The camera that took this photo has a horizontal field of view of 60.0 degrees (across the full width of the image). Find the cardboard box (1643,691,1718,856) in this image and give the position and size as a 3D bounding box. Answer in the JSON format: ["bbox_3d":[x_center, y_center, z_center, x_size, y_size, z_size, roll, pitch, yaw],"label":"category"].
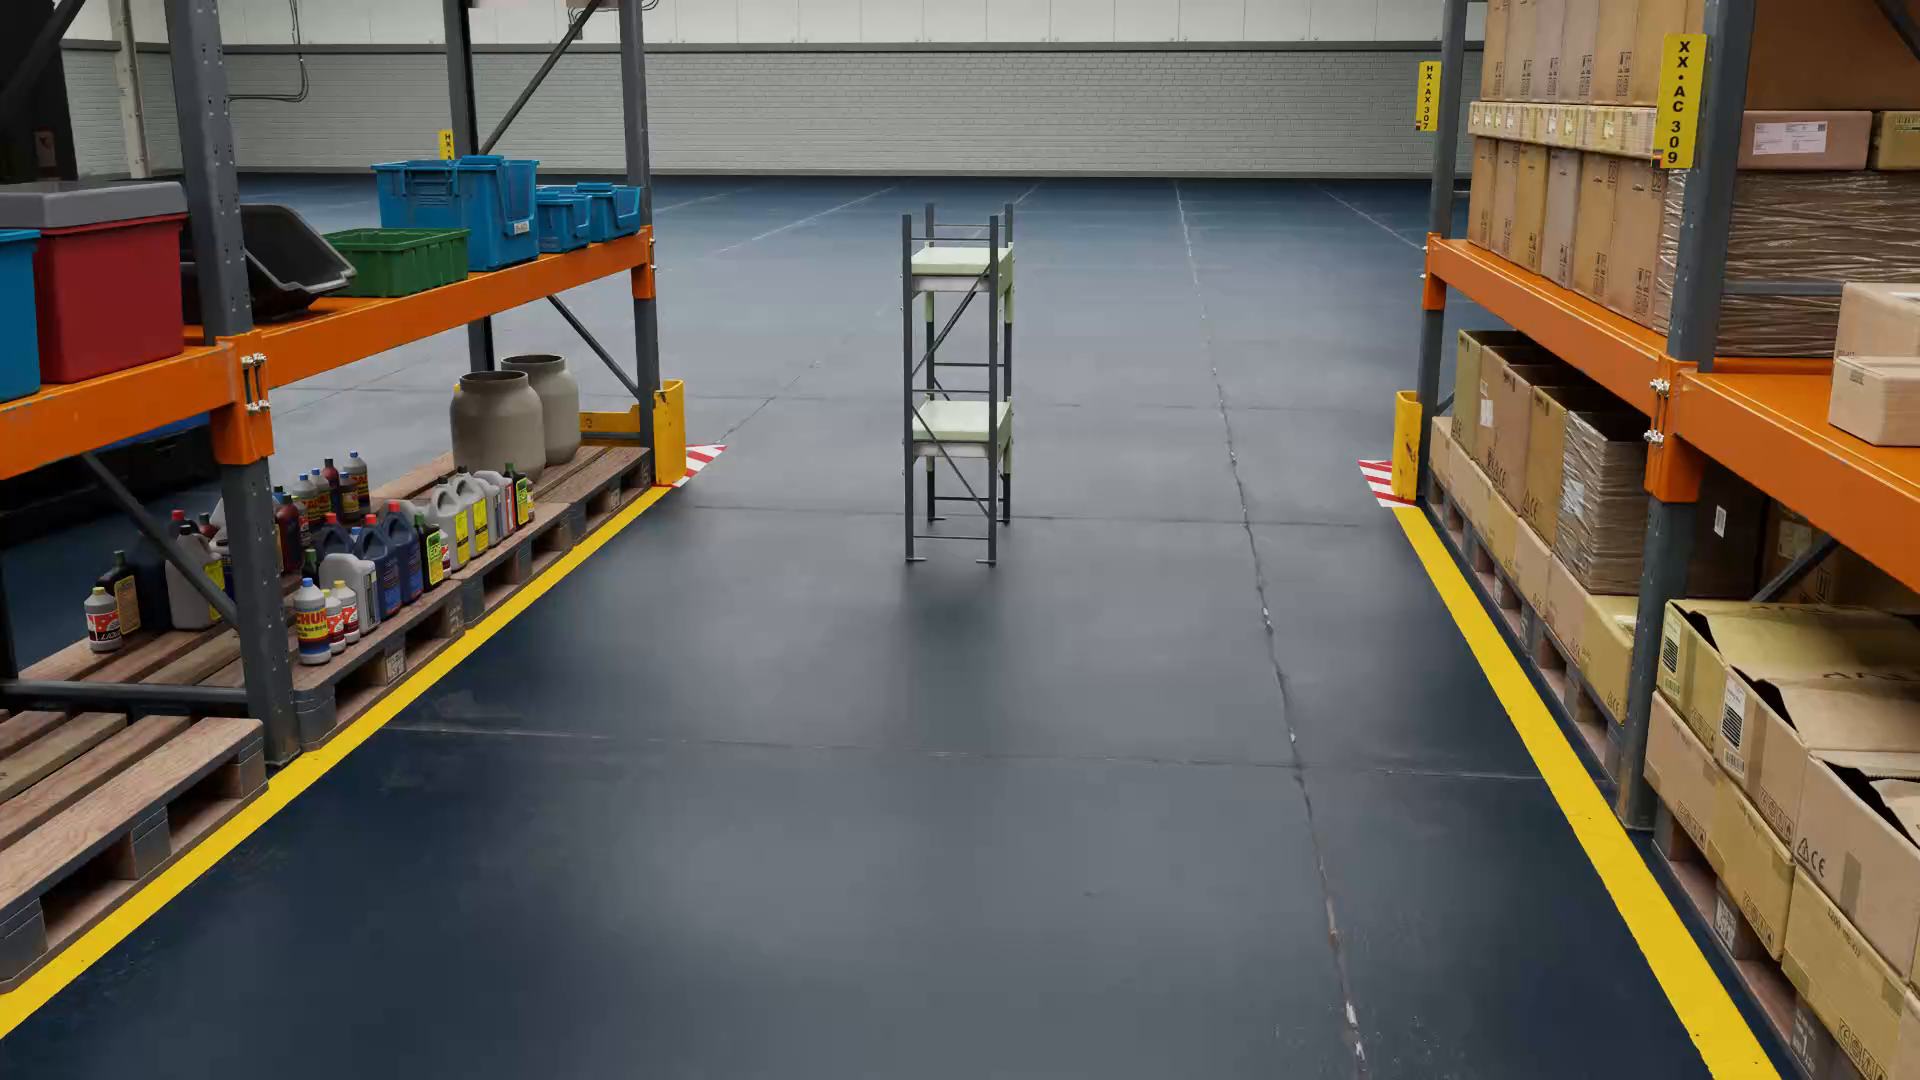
[{"bbox_3d":[2.070,0.590,4.197,0.500,0.250,0.500,1,15,5],"label":"cardboard box"}]

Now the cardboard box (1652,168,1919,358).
[{"bbox_3d":[2.405,-0.796,4.667,0.700,0.500,0.500,1,15,5],"label":"cardboard box"}]

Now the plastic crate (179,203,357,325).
[{"bbox_3d":[-2.374,-0.881,5.293,0.767,0.338,0.504,2,15,6],"label":"plastic crate"}]

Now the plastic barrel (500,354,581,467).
[{"bbox_3d":[-2.107,-0.645,8.263,0.421,0.512,0.421,0,15,0],"label":"plastic barrel"}]

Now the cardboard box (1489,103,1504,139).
[{"bbox_3d":[2.498,-1.802,7.147,0.380,0.149,0.250,2,15,6],"label":"cardboard box"}]

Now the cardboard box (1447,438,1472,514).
[{"bbox_3d":[2.478,-0.283,7.424,0.500,0.250,0.500,2,15,6],"label":"cardboard box"}]

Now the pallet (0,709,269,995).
[{"bbox_3d":[-2.610,0.772,4.403,1.003,0.211,1.213,2,15,6],"label":"pallet"}]

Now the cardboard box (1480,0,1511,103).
[{"bbox_3d":[2.741,-2.210,7.410,0.700,0.500,0.500,2,15,6],"label":"cardboard box"}]

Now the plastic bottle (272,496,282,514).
[{"bbox_3d":[-2.693,-0.028,6.393,0.152,0.276,0.135,2,15,7],"label":"plastic bottle"}]

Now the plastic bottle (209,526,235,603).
[{"bbox_3d":[-2.602,0.096,5.936,0.152,0.276,0.135,2,15,6],"label":"plastic bottle"}]

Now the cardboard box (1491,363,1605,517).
[{"bbox_3d":[2.359,-0.385,6.368,0.500,0.500,0.500,2,15,6],"label":"cardboard box"}]

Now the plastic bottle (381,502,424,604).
[{"bbox_3d":[-2.035,0.041,5.995,0.144,0.351,0.185,1,15,4],"label":"plastic bottle"}]

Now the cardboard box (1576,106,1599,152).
[{"bbox_3d":[2.324,-1.400,5.657,0.380,0.149,0.250,2,15,8],"label":"cardboard box"}]

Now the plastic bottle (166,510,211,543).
[{"bbox_3d":[-2.752,0.062,5.918,0.144,0.351,0.185,1,15,3],"label":"plastic bottle"}]

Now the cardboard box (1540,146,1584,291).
[{"bbox_3d":[2.575,-1.196,6.145,0.700,0.500,0.500,2,15,8],"label":"cardboard box"}]

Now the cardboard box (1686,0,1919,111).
[{"bbox_3d":[2.405,-1.422,4.497,0.700,0.500,0.500,2,15,7],"label":"cardboard box"}]

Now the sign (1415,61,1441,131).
[{"bbox_3d":[2.262,-2.144,8.033,0.100,0.325,0.005,2,15,6],"label":"sign"}]

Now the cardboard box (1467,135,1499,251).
[{"bbox_3d":[2.747,-1.597,7.631,0.700,0.500,0.500,2,15,6],"label":"cardboard box"}]

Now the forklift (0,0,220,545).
[{"bbox_3d":[-4.796,-1.455,7.429,1.130,2.935,3.031,4,16,15],"label":"forklift"}]

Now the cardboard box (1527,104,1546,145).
[{"bbox_3d":[2.411,-1.601,6.404,0.380,0.149,0.250,2,15,6],"label":"cardboard box"}]

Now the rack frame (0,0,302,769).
[{"bbox_3d":[-2.560,-0.779,4.796,1.000,3.000,0.127,2,15,6],"label":"rack frame"}]

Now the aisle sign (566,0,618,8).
[{"bbox_3d":[-1.805,-3.081,8.330,0.394,0.787,0.004,2,15,6],"label":"aisle sign"}]

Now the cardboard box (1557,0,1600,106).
[{"bbox_3d":[2.575,-1.812,5.941,0.700,0.500,0.500,2,15,6],"label":"cardboard box"}]

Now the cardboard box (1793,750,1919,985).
[{"bbox_3d":[1.948,0.586,3.139,0.500,0.311,0.500,1,15,4],"label":"cardboard box"}]

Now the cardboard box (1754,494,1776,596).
[{"bbox_3d":[2.773,-0.110,5.351,0.500,0.500,0.500,2,15,6],"label":"cardboard box"}]

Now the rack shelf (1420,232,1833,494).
[{"bbox_3d":[2.587,-0.804,6.266,1.077,0.370,4.000,2,15,6],"label":"rack shelf"}]

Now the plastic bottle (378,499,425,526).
[{"bbox_3d":[-2.137,-0.031,6.404,0.152,0.276,0.135,2,15,6],"label":"plastic bottle"}]

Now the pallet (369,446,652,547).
[{"bbox_3d":[-2.167,-0.239,8.140,1.003,0.211,1.213,2,15,6],"label":"pallet"}]

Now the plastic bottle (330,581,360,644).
[{"bbox_3d":[-2.065,0.237,5.557,0.097,0.201,0.097,0,15,0],"label":"plastic bottle"}]

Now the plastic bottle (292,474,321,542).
[{"bbox_3d":[-2.673,-0.136,6.802,0.097,0.271,0.097,0,15,0],"label":"plastic bottle"}]

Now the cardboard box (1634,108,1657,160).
[{"bbox_3d":[2.236,-1.202,4.928,0.380,0.149,0.250,1,15,5],"label":"cardboard box"}]

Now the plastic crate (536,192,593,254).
[{"bbox_3d":[-1.947,-1.438,7.518,0.499,0.251,0.408,2,15,6],"label":"plastic crate"}]

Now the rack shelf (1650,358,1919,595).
[{"bbox_3d":[2.136,0.234,2.429,1.077,0.370,4.000,2,15,6],"label":"rack shelf"}]

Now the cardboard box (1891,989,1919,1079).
[{"bbox_3d":[1.897,0.989,2.722,0.500,0.250,0.500,2,15,7],"label":"cardboard box"}]

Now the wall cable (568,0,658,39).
[{"bbox_3d":[-8.321,-15.005,39.400,2.305,6.003,0.169,2,15,6],"label":"wall cable"}]

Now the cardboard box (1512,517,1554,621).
[{"bbox_3d":[2.305,0.106,5.986,0.500,0.250,0.500,2,15,6],"label":"cardboard box"}]

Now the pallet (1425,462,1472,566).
[{"bbox_3d":[2.768,-0.124,7.716,1.003,0.211,1.213,2,15,6],"label":"pallet"}]

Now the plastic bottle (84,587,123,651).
[{"bbox_3d":[-2.829,0.256,5.486,0.097,0.201,0.097,0,15,0],"label":"plastic bottle"}]

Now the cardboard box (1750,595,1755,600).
[{"bbox_3d":[2.777,0.252,5.448,0.500,0.250,0.500,2,15,6],"label":"cardboard box"}]

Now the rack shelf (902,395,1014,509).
[{"bbox_3d":[0.001,-0.411,7.558,0.431,0.370,0.720,2,15,6],"label":"rack shelf"}]

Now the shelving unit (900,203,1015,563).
[{"bbox_3d":[0.001,-0.726,7.473,0.431,1.500,0.755,2,15,6],"label":"shelving unit"}]

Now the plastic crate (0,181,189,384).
[{"bbox_3d":[-2.310,-0.675,4.290,0.402,0.464,0.583,2,15,6],"label":"plastic crate"}]

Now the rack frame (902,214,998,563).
[{"bbox_3d":[-0.041,-0.631,7.122,0.400,1.500,0.023,2,15,6],"label":"rack frame"}]

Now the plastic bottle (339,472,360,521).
[{"bbox_3d":[-2.634,-0.190,7.137,0.097,0.201,0.097,0,15,0],"label":"plastic bottle"}]

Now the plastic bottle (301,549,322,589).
[{"bbox_3d":[-2.185,0.163,5.676,0.061,0.283,0.133,2,15,6],"label":"plastic bottle"}]

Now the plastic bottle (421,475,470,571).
[{"bbox_3d":[-1.987,-0.069,6.403,0.144,0.351,0.185,2,15,6],"label":"plastic bottle"}]

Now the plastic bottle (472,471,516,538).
[{"bbox_3d":[-1.936,-0.160,6.883,0.152,0.276,0.135,2,15,7],"label":"plastic bottle"}]
